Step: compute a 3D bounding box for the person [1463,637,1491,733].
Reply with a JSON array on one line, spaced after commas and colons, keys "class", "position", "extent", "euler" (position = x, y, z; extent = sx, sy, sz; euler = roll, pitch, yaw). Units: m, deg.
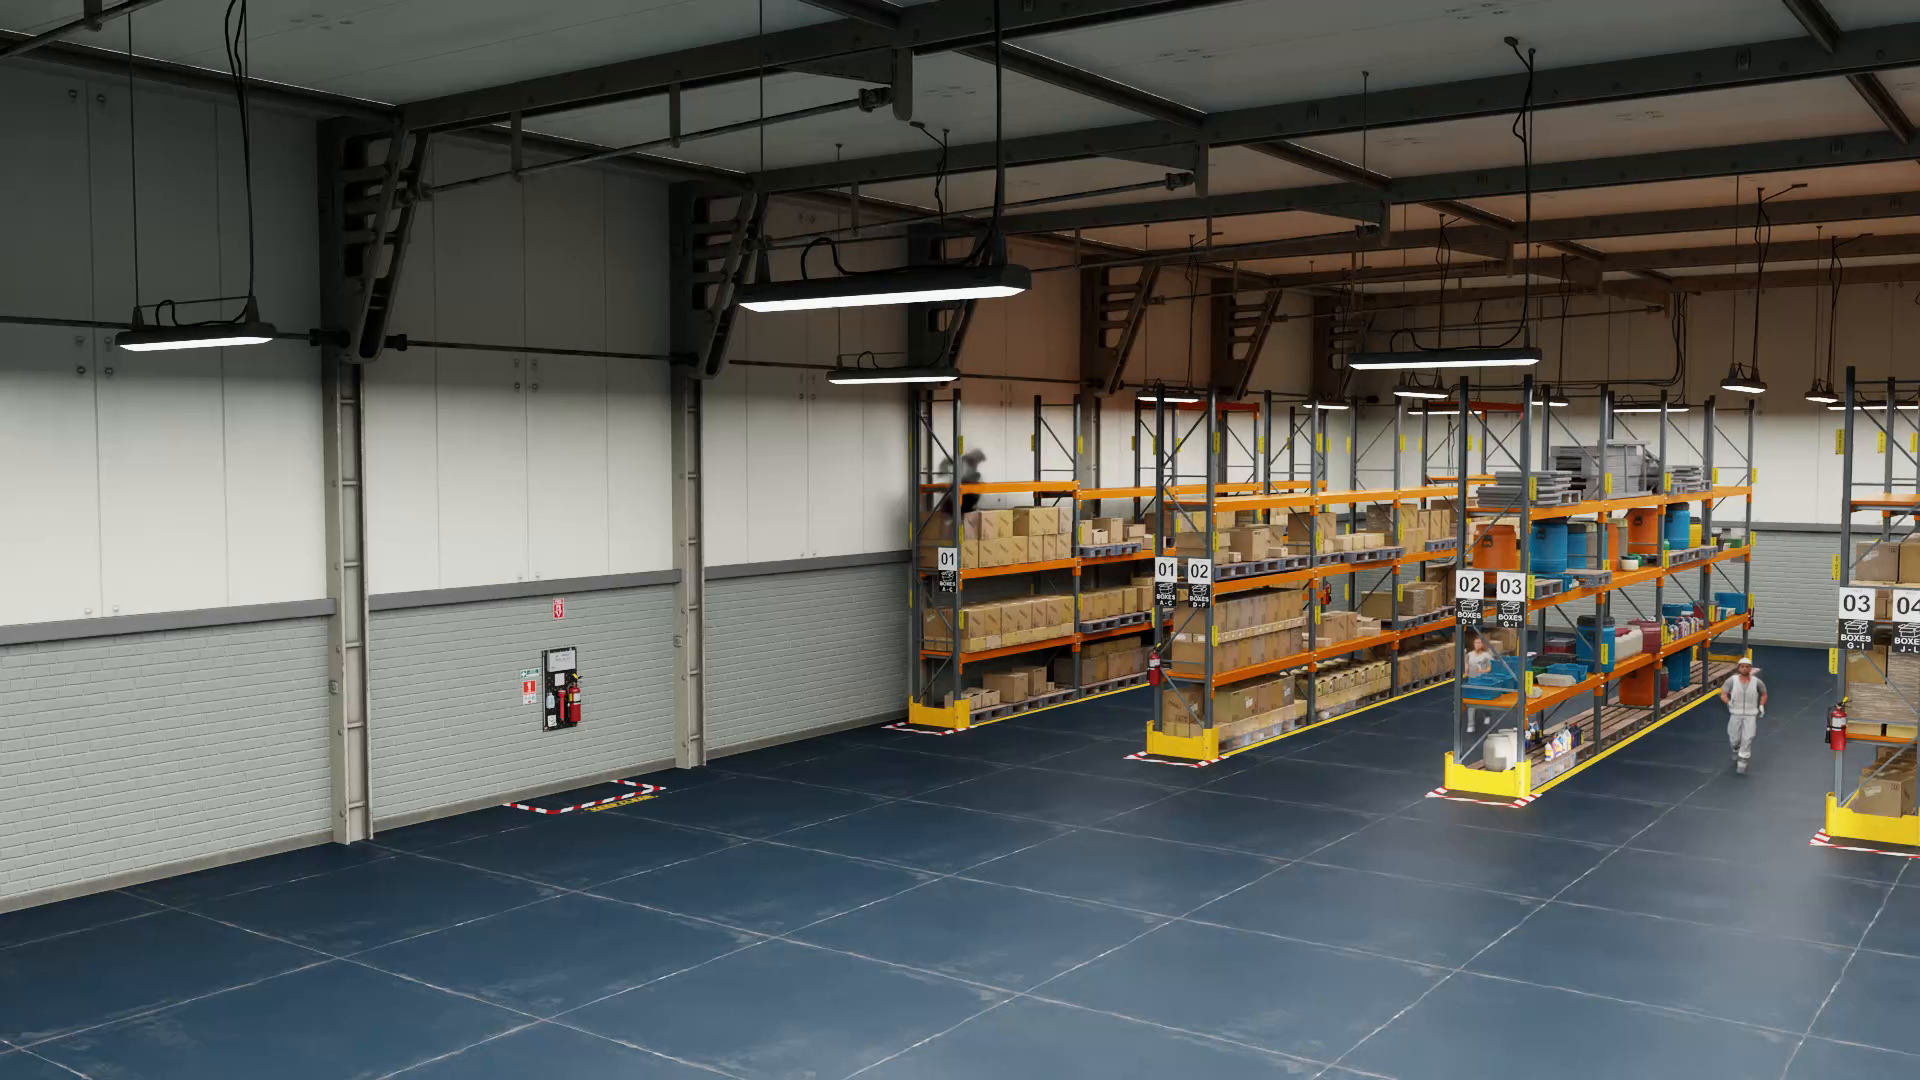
[{"class": "person", "position": [9.056, 2.509, 29.076], "extent": [0.575, 1.645, 0.914], "euler": [2, 4, 34]}]

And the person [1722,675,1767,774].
[{"class": "person", "position": [12.007, 2.791, 25.485], "extent": [0.631, 1.511, 0.692], "euler": [2, 4, 25]}]
